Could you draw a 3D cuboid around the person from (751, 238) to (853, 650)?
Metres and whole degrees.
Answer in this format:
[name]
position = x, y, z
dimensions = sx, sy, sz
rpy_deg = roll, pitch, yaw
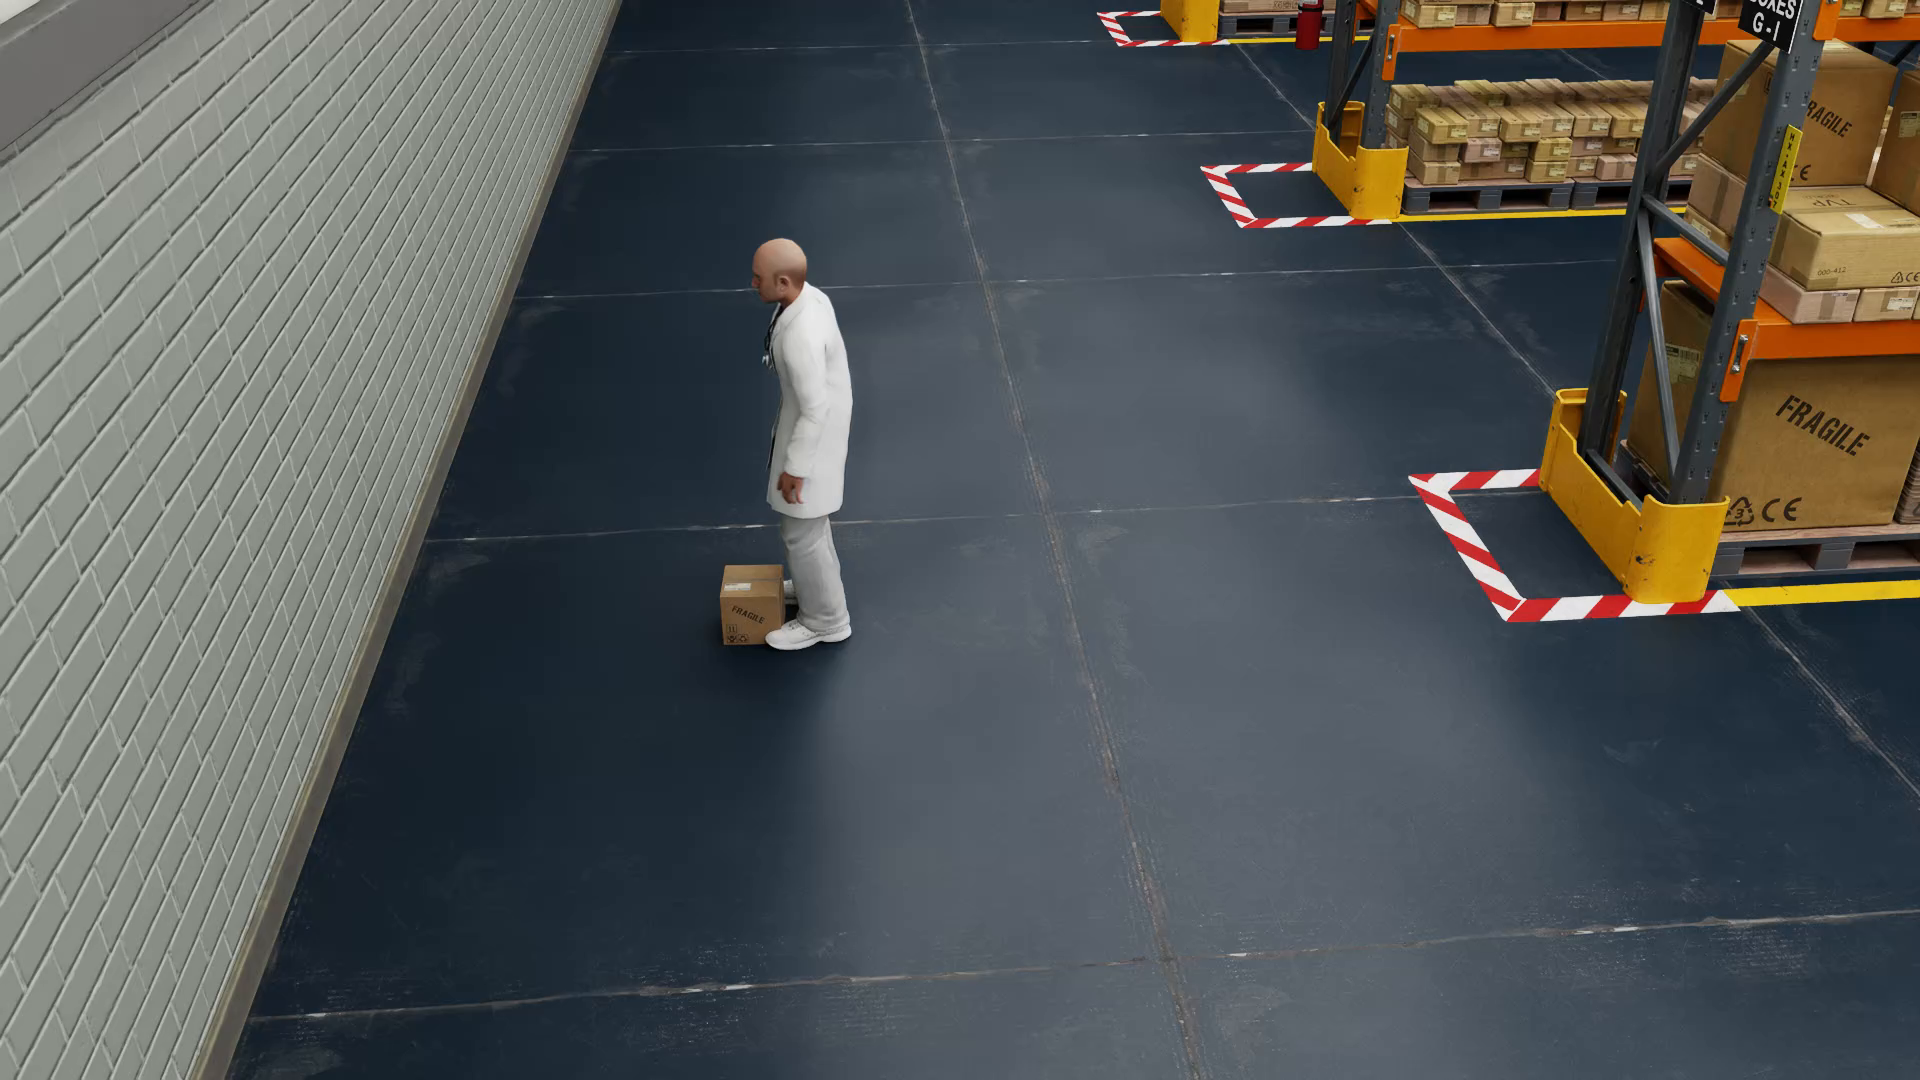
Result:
[person]
position = -0.646, -0.393, 6.809
dimensions = 0.424, 1.774, 0.644
rpy_deg = -2, 31, -4
